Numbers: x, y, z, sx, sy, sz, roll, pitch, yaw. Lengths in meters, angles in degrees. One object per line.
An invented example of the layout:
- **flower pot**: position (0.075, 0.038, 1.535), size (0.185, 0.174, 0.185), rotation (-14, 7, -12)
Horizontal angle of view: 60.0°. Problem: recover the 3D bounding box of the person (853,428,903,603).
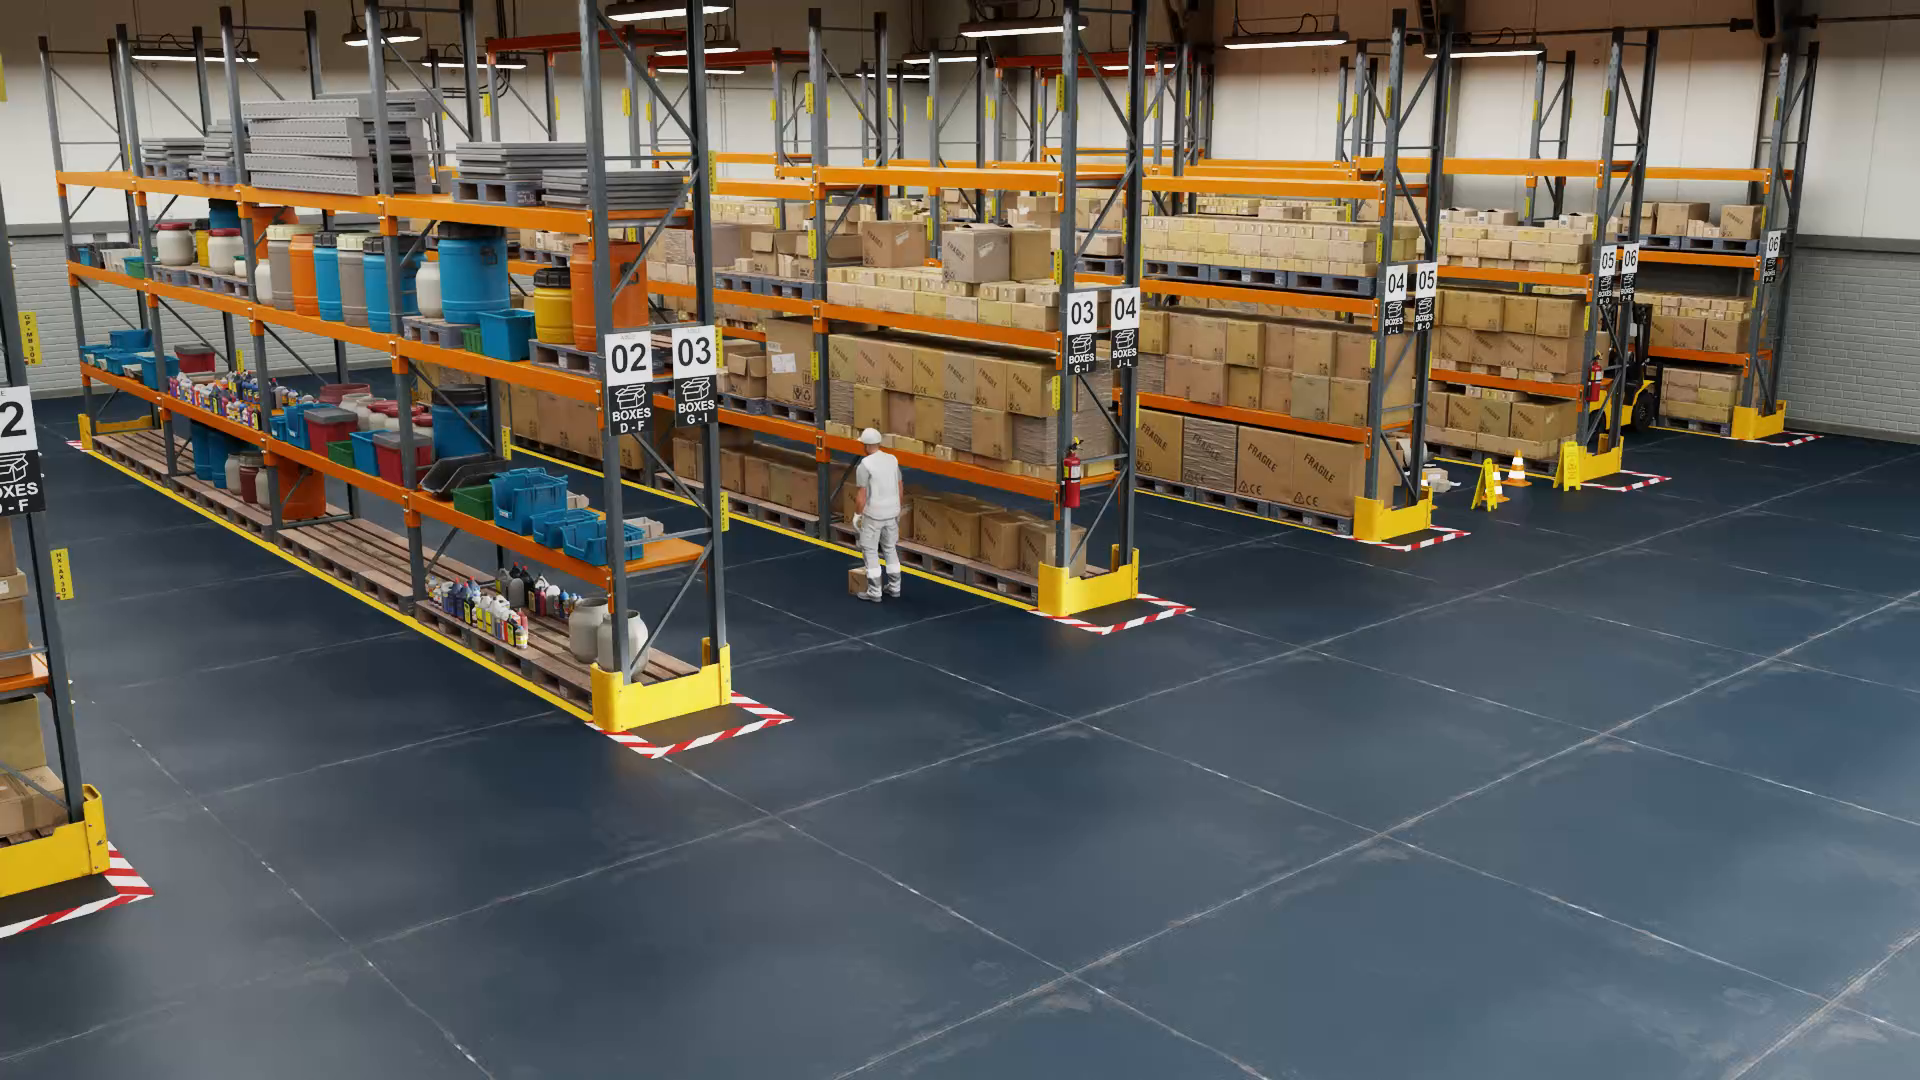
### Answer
- **person**: position (-0.844, -0.262, 17.026), size (0.609, 1.779, 0.454), rotation (-12, 18, -40)
